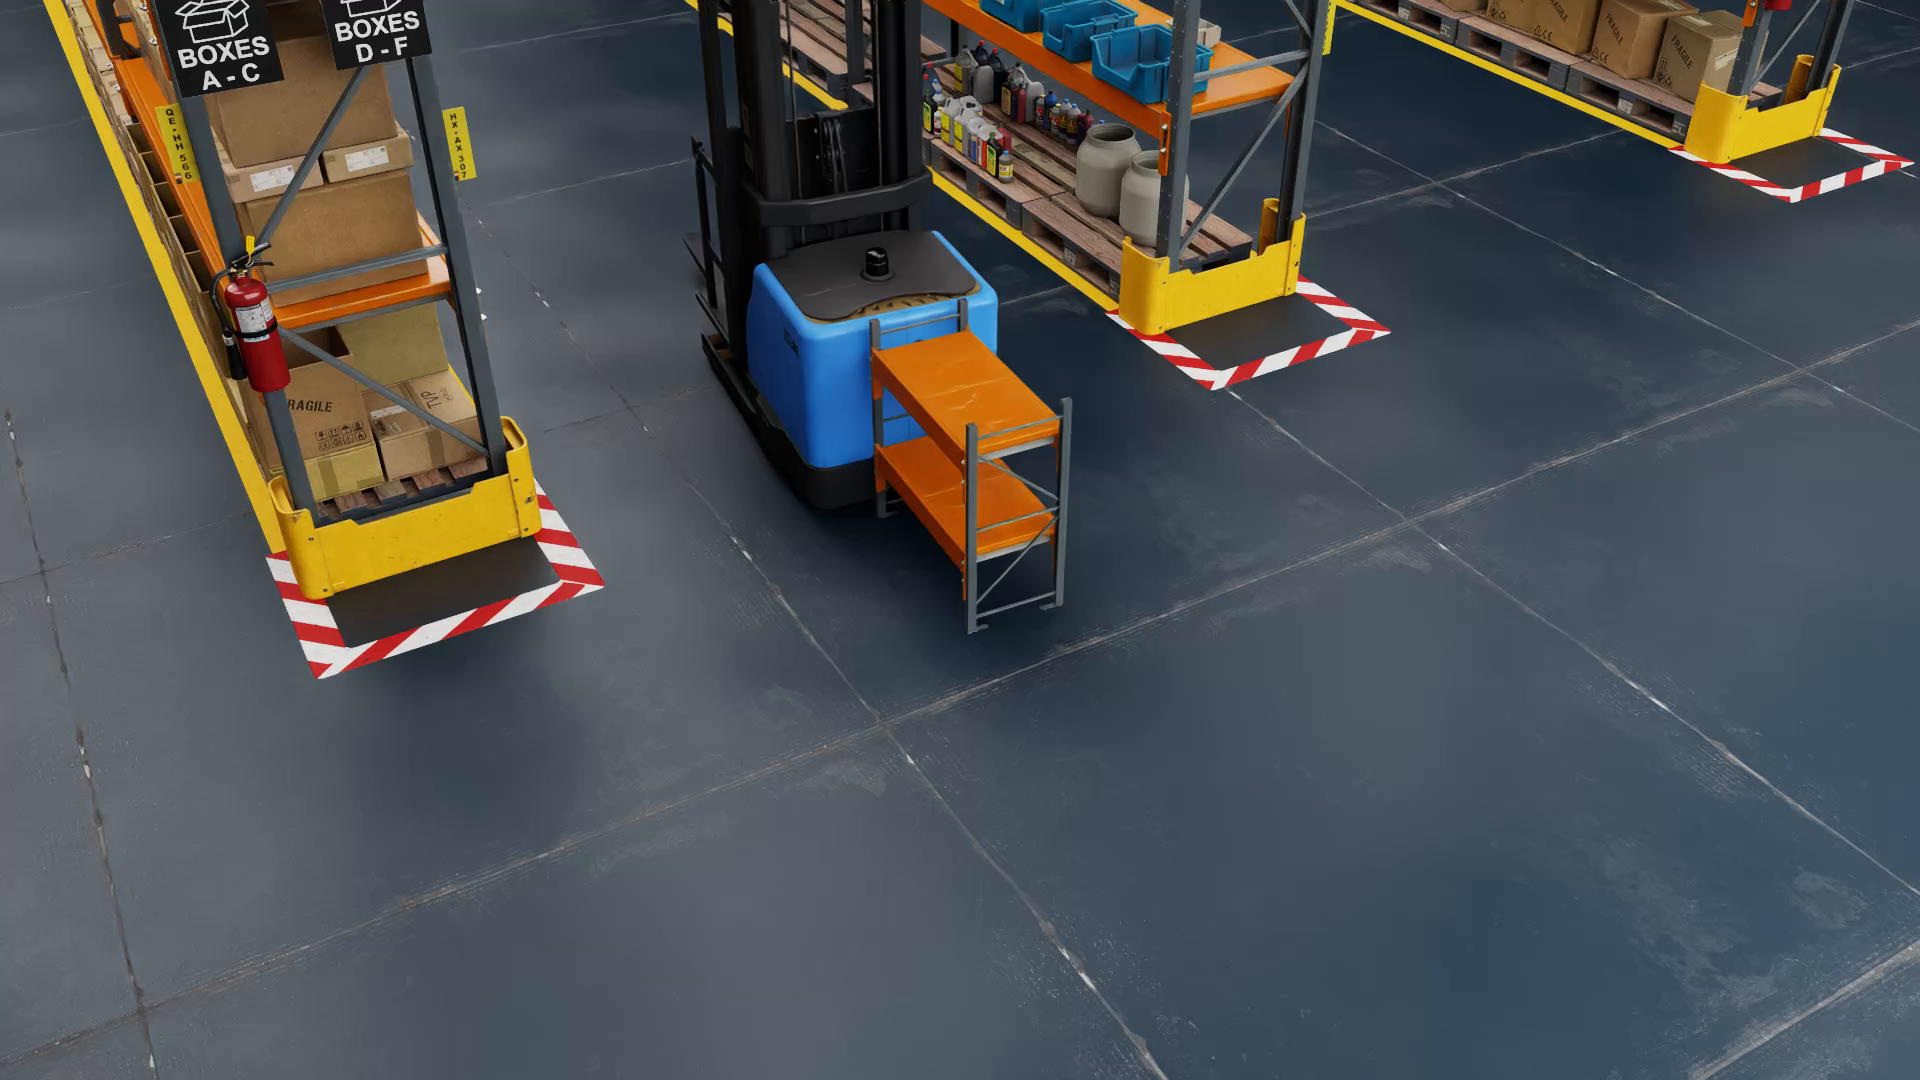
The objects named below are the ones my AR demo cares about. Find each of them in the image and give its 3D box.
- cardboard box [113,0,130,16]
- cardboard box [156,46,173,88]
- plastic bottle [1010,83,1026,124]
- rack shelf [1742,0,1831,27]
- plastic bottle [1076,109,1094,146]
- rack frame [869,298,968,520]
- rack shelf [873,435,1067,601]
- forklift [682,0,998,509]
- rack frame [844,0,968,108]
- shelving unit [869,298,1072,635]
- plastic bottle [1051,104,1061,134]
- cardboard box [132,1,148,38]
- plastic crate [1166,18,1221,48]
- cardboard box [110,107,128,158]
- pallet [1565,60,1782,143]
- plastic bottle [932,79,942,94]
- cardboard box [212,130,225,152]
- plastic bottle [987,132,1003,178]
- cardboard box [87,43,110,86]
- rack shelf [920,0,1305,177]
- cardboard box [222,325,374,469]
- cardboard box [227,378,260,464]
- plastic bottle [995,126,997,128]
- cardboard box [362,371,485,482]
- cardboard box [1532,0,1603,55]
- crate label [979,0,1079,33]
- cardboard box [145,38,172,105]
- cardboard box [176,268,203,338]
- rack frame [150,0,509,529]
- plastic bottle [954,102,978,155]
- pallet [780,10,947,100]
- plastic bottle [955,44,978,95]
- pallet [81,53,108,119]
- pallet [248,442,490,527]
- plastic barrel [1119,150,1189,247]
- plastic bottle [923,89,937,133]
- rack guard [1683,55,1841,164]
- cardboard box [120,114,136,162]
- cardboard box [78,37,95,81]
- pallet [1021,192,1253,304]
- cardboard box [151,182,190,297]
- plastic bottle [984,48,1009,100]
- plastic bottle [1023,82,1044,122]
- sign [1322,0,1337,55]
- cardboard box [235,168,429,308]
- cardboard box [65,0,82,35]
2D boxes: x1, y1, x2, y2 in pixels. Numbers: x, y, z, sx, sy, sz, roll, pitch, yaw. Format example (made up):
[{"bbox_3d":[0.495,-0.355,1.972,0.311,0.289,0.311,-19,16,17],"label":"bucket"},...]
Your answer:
[{"bbox_3d":[-5.285,-3.566,10.704,0.396,0.266,0.258,-20,41,-25],"label":"cardboard box"},{"bbox_3d":[-3.813,-2.418,8.382,0.380,0.149,0.250,-19,40,-25],"label":"cardboard box"},{"bbox_3d":[0.418,-3.152,11.952,0.061,0.283,0.133,-19,40,-24],"label":"plastic bottle"},{"bbox_3d":[4.887,-4.850,12.957,1.077,0.370,4.000,-19,40,-24],"label":"rack shelf"},{"bbox_3d":[0.870,-2.871,11.568,0.061,0.283,0.133,-18,40,-23],"label":"plastic bottle"},{"bbox_3d":[-0.193,-0.629,8.158,0.500,1.125,0.032,-16,39,-21],"label":"rack frame"},{"bbox_3d":[0.031,-0.163,7.933,0.538,0.278,1.000,-16,39,-21],"label":"rack shelf"},{"bbox_3d":[-0.847,-2.202,8.780,1.130,2.935,3.031,-14,38,-19],"label":"forklift"},{"bbox_3d":[-0.400,-4.692,12.132,1.000,3.000,0.127,-19,40,-24],"label":"rack frame"},{"bbox_3d":[0.031,-0.360,7.789,0.538,1.125,1.048,-16,39,-21],"label":"shelving unit"},{"bbox_3d":[0.696,-2.993,11.805,0.097,0.201,0.097,0,36,0],"label":"plastic bottle"},{"bbox_3d":[-4.203,-2.814,8.925,0.380,0.149,0.250,-20,41,-25],"label":"cardboard box"},{"bbox_3d":[1.438,-3.098,10.172,0.298,0.136,0.250,-19,40,-24],"label":"plastic crate"},{"bbox_3d":[-5.654,-2.931,11.695,0.500,0.250,0.500,-18,40,-23],"label":"cardboard box"},{"bbox_3d":[5.476,-3.458,12.805,1.003,0.211,1.213,-19,40,-24],"label":"pallet"},{"bbox_3d":[-0.176,-3.196,12.022,0.097,0.271,0.097,0,36,0],"label":"plastic bottle"},{"bbox_3d":[-3.165,-1.761,7.482,0.380,0.149,0.250,-18,40,-23],"label":"cardboard box"},{"bbox_3d":[0.233,-2.594,11.189,0.061,0.283,0.133,-18,40,-23],"label":"plastic bottle"},{"bbox_3d":[-5.901,-3.410,11.875,0.500,0.311,0.500,-19,40,-24],"label":"cardboard box"},{"bbox_3d":[0.605,-3.382,10.947,1.077,0.370,4.000,-19,40,-24],"label":"rack shelf"},{"bbox_3d":[-3.202,-0.734,8.051,0.500,0.500,0.500,-19,40,-24],"label":"cardboard box"},{"bbox_3d":[-3.462,-0.683,8.618,0.500,0.250,0.500,-19,40,-24],"label":"cardboard box"},{"bbox_3d":[0.234,-2.761,11.486,0.097,0.201,0.097,0,36,0],"label":"plastic bottle"},{"bbox_3d":[-2.752,-0.585,8.483,0.500,0.250,0.500,-19,40,-24],"label":"cardboard box"},{"bbox_3d":[4.965,-4.223,13.253,0.500,0.500,0.500,-15,39,-20],"label":"cardboard box"},{"bbox_3d":[0.451,-3.525,10.504,0.502,0.435,0.616,-19,40,-24],"label":"crate label"},{"bbox_3d":[-4.186,-2.775,9.422,0.700,0.500,0.500,-19,40,-24],"label":"cardboard box"},{"bbox_3d":[-4.220,-1.446,9.662,0.500,0.250,0.500,-19,40,-24],"label":"cardboard box"},{"bbox_3d":[-2.675,-1.187,7.332,1.000,3.000,0.127,-19,40,-24],"label":"rack frame"},{"bbox_3d":[0.048,-2.858,11.493,0.144,0.351,0.185,-17,40,-22],"label":"plastic bottle"},{"bbox_3d":[-0.828,-3.955,13.487,1.003,0.211,1.213,-19,40,-24],"label":"pallet"},{"bbox_3d":[0.048,-3.515,12.392,0.144,0.351,0.185,-19,40,-24],"label":"plastic bottle"},{"bbox_3d":[-6.315,-3.709,13.149,1.003,0.211,1.213,-19,40,-24],"label":"pallet"},{"bbox_3d":[-3.096,-0.438,8.671,1.003,0.211,1.213,-19,40,-24],"label":"pallet"},{"bbox_3d":[1.213,-2.130,10.377,0.421,0.512,0.421,0,36,0],"label":"plastic barrel"},{"bbox_3d":[-0.212,-3.046,11.807,0.061,0.283,0.133,-17,39,-22],"label":"plastic bottle"},{"bbox_3d":[5.854,-3.150,12.138,1.175,0.500,0.348,-19,40,-24],"label":"rack guard"},{"bbox_3d":[-5.136,-2.634,10.813,0.500,0.311,0.500,-19,40,-24],"label":"cardboard box"},{"bbox_3d":[-6.432,-3.715,12.769,0.500,0.250,0.500,-20,41,-25],"label":"cardboard box"},{"bbox_3d":[1.127,-1.967,10.764,1.003,0.211,1.213,-19,40,-24],"label":"pallet"},{"bbox_3d":[-4.220,-1.749,9.441,0.500,0.500,0.500,-19,40,-24],"label":"cardboard box"},{"bbox_3d":[0.269,-3.460,12.316,0.144,0.351,0.185,-21,41,-26],"label":"plastic bottle"},{"bbox_3d":[0.510,-3.181,11.998,0.152,0.276,0.135,-18,40,-23],"label":"plastic bottle"},{"bbox_3d":[2.087,-2.925,9.477,0.100,0.325,0.005,-19,40,-24],"label":"sign"},{"bbox_3d":[-2.899,-1.469,7.633,0.700,0.500,0.500,-19,40,-24],"label":"cardboard box"},{"bbox_3d":[-6.685,-4.198,12.954,0.500,0.311,0.500,-18,40,-22],"label":"cardboard box"}]
